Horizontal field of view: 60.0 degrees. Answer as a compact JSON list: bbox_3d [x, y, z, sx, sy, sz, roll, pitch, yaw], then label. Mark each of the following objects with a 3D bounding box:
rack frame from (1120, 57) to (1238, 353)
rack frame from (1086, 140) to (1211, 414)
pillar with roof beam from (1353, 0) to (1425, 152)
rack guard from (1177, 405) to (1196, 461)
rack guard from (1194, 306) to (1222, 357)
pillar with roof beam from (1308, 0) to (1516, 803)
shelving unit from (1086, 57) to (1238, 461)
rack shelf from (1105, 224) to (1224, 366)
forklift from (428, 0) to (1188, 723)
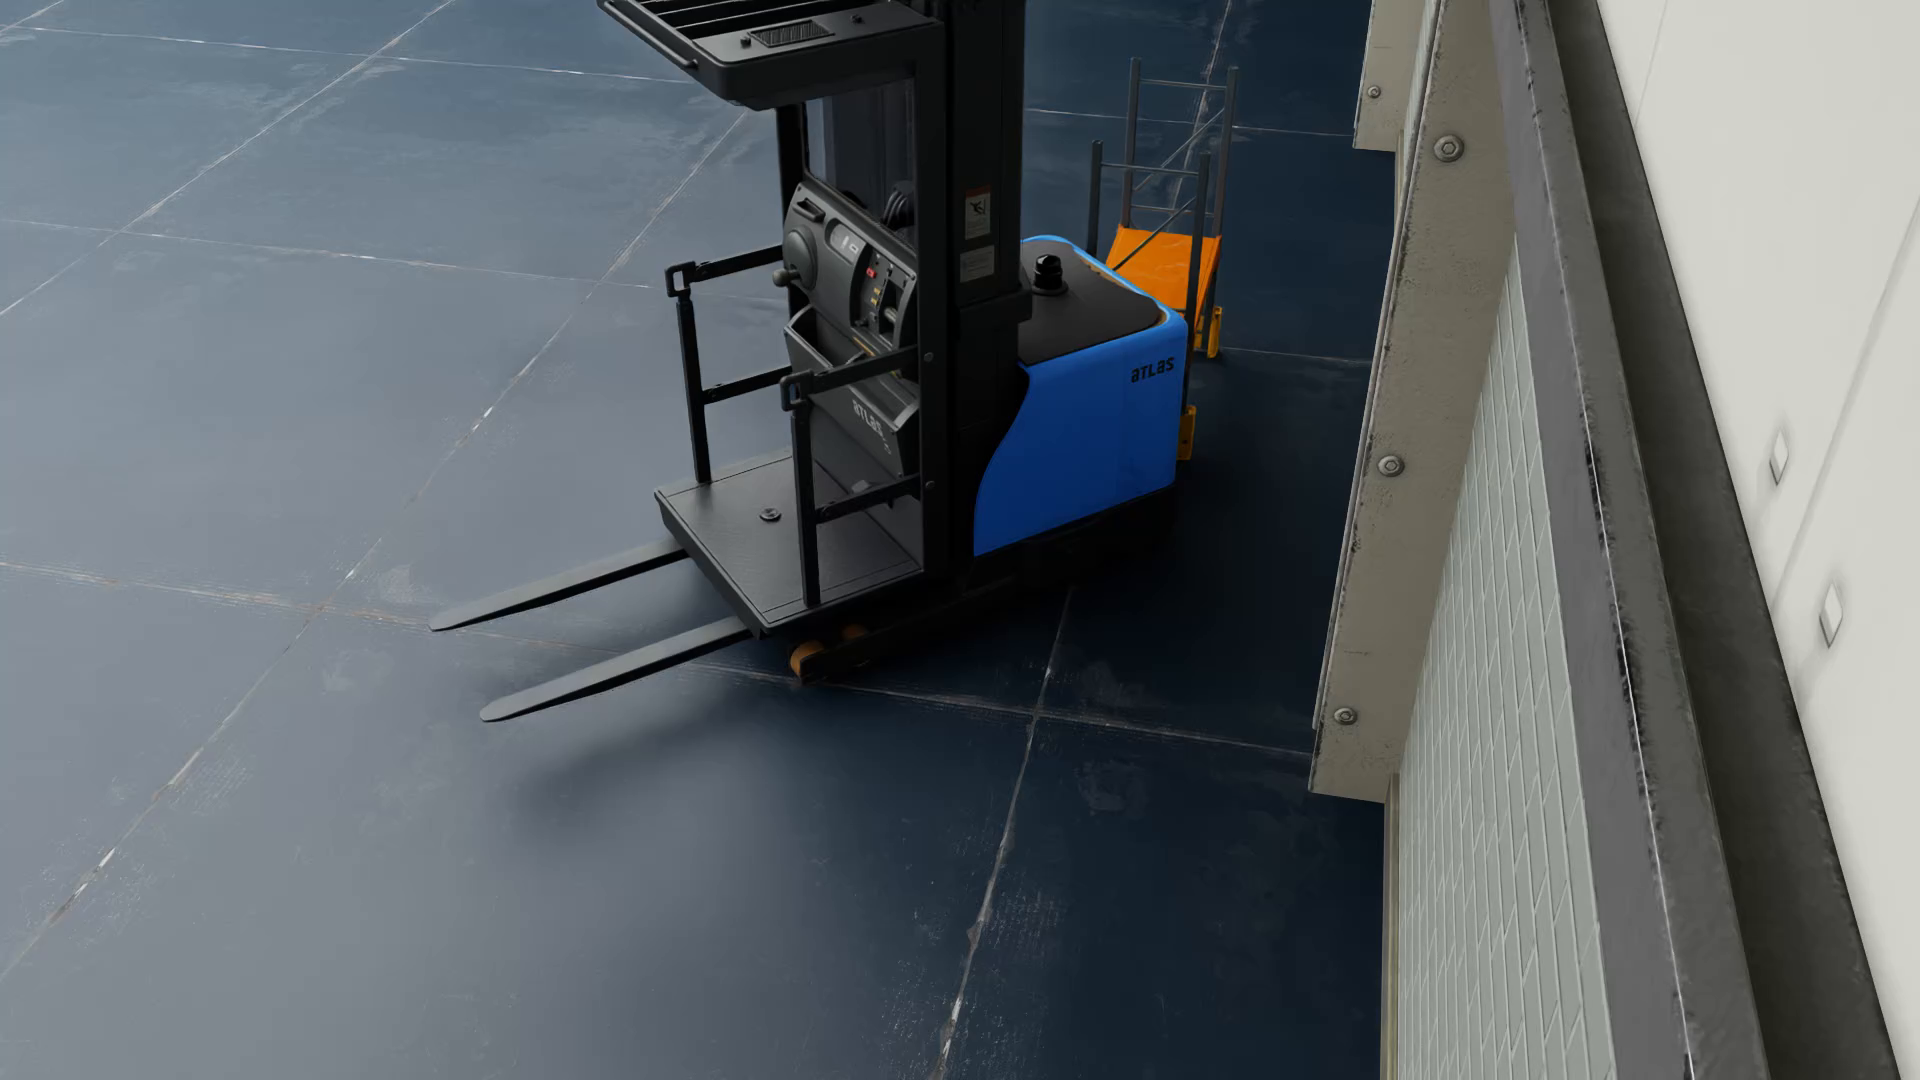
[{"bbox_3d":[1.046,-1.619,8.205,0.500,1.500,0.032,9,37,11],"label":"rack frame"},{"bbox_3d":[0.798,-1.041,7.406,0.500,1.500,0.032,9,37,11],"label":"rack frame"},{"bbox_3d":[-1.475,-6.810,8.978,9.100,9.000,0.400,7,37,10],"label":"pillar with roof beam"},{"bbox_3d":[0.797,-0.535,7.774,0.587,0.250,0.087,9,37,11],"label":"rack guard"},{"bbox_3d":[1.039,-1.102,8.556,0.587,0.250,0.087,9,37,11],"label":"rack guard"},{"bbox_3d":[-2.757,-3.370,4.232,9.100,9.000,0.400,7,37,10],"label":"pillar with roof beam"},{"bbox_3d":[0.920,-1.325,7.798,0.587,1.500,1.083,9,37,11],"label":"shelving unit"},{"bbox_3d":[0.921,-1.184,7.911,0.538,0.185,1.000,9,37,11],"label":"rack shelf"},{"bbox_3d":[-0.594,-0.984,6.110,3.031,2.935,1.130,-20,40,-25],"label":"forklift"}]
